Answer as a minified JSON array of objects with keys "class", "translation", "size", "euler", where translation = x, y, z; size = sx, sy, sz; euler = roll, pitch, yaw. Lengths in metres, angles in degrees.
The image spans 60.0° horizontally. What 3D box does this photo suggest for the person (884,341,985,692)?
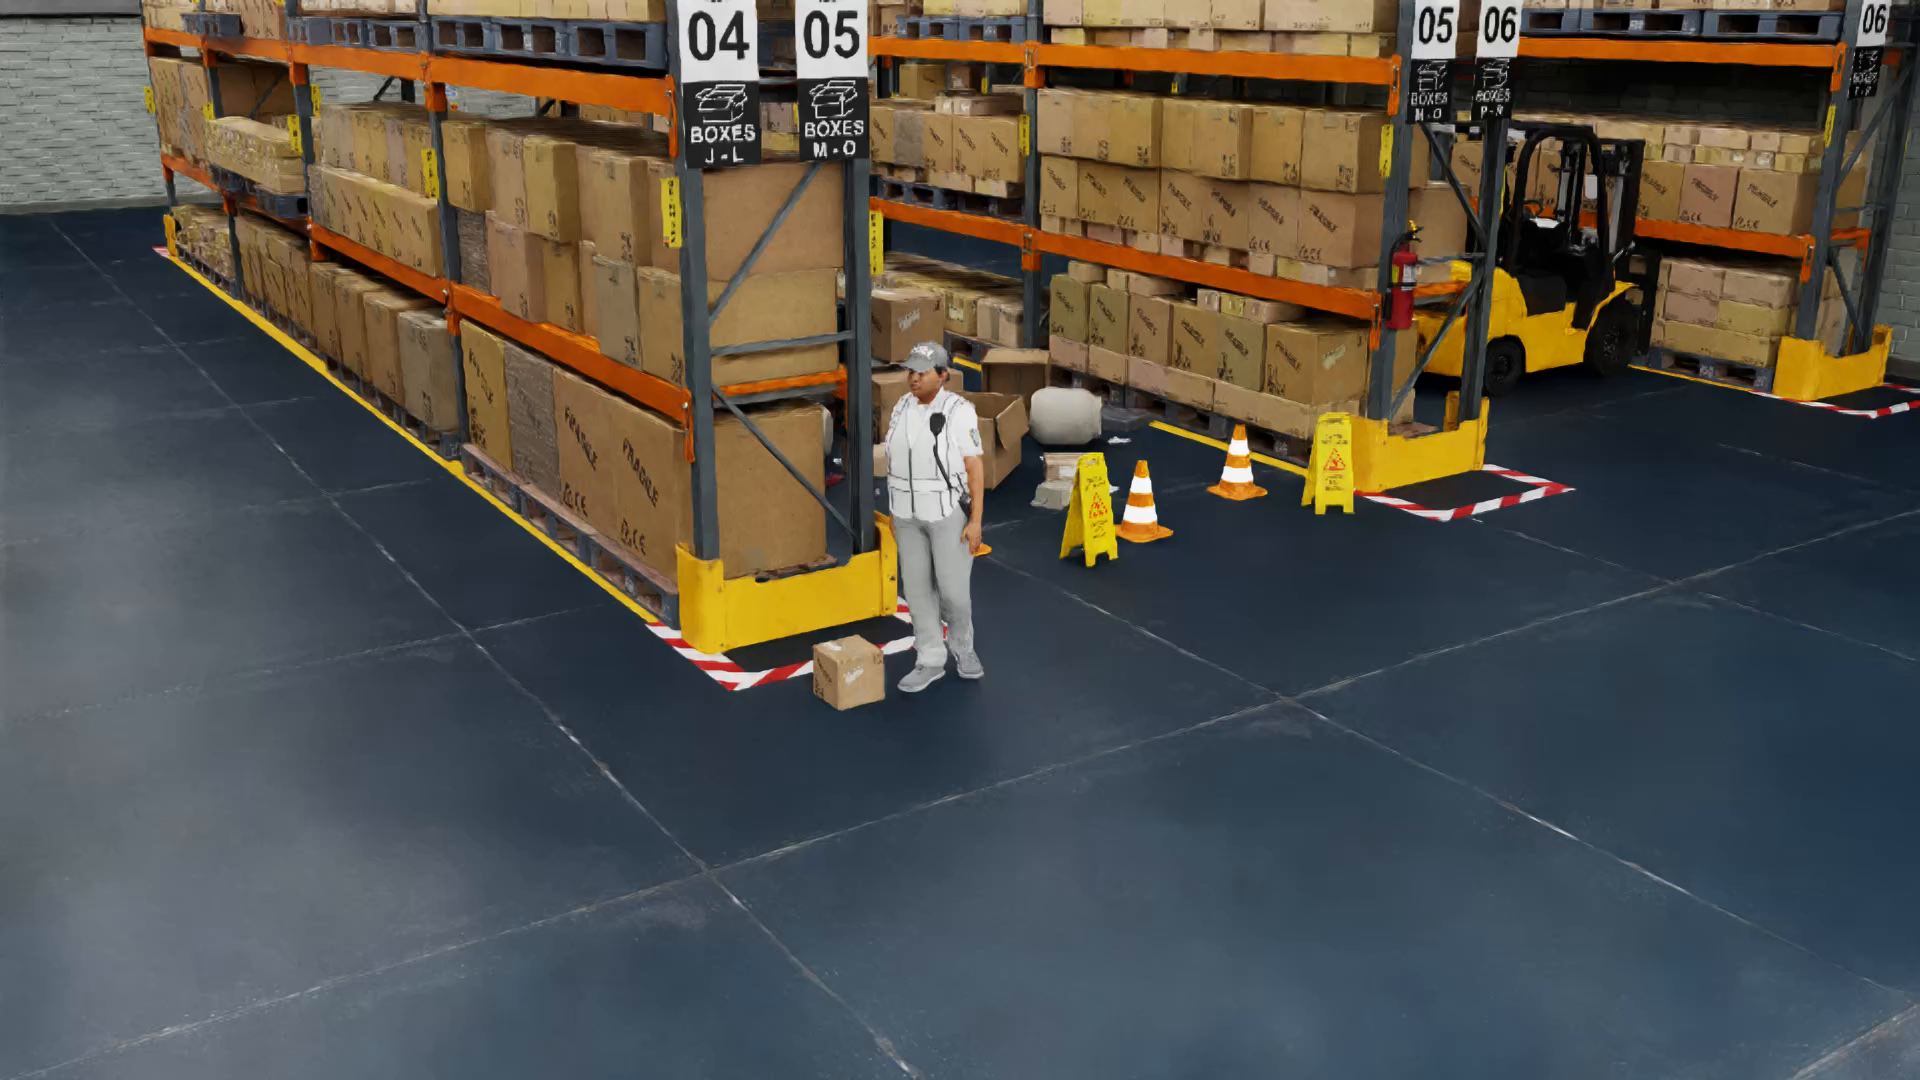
[{"class":"person","translation":[-0.105,-0.117,7.866],"size":[0.554,1.667,0.494],"euler":[10,21,29]}]
